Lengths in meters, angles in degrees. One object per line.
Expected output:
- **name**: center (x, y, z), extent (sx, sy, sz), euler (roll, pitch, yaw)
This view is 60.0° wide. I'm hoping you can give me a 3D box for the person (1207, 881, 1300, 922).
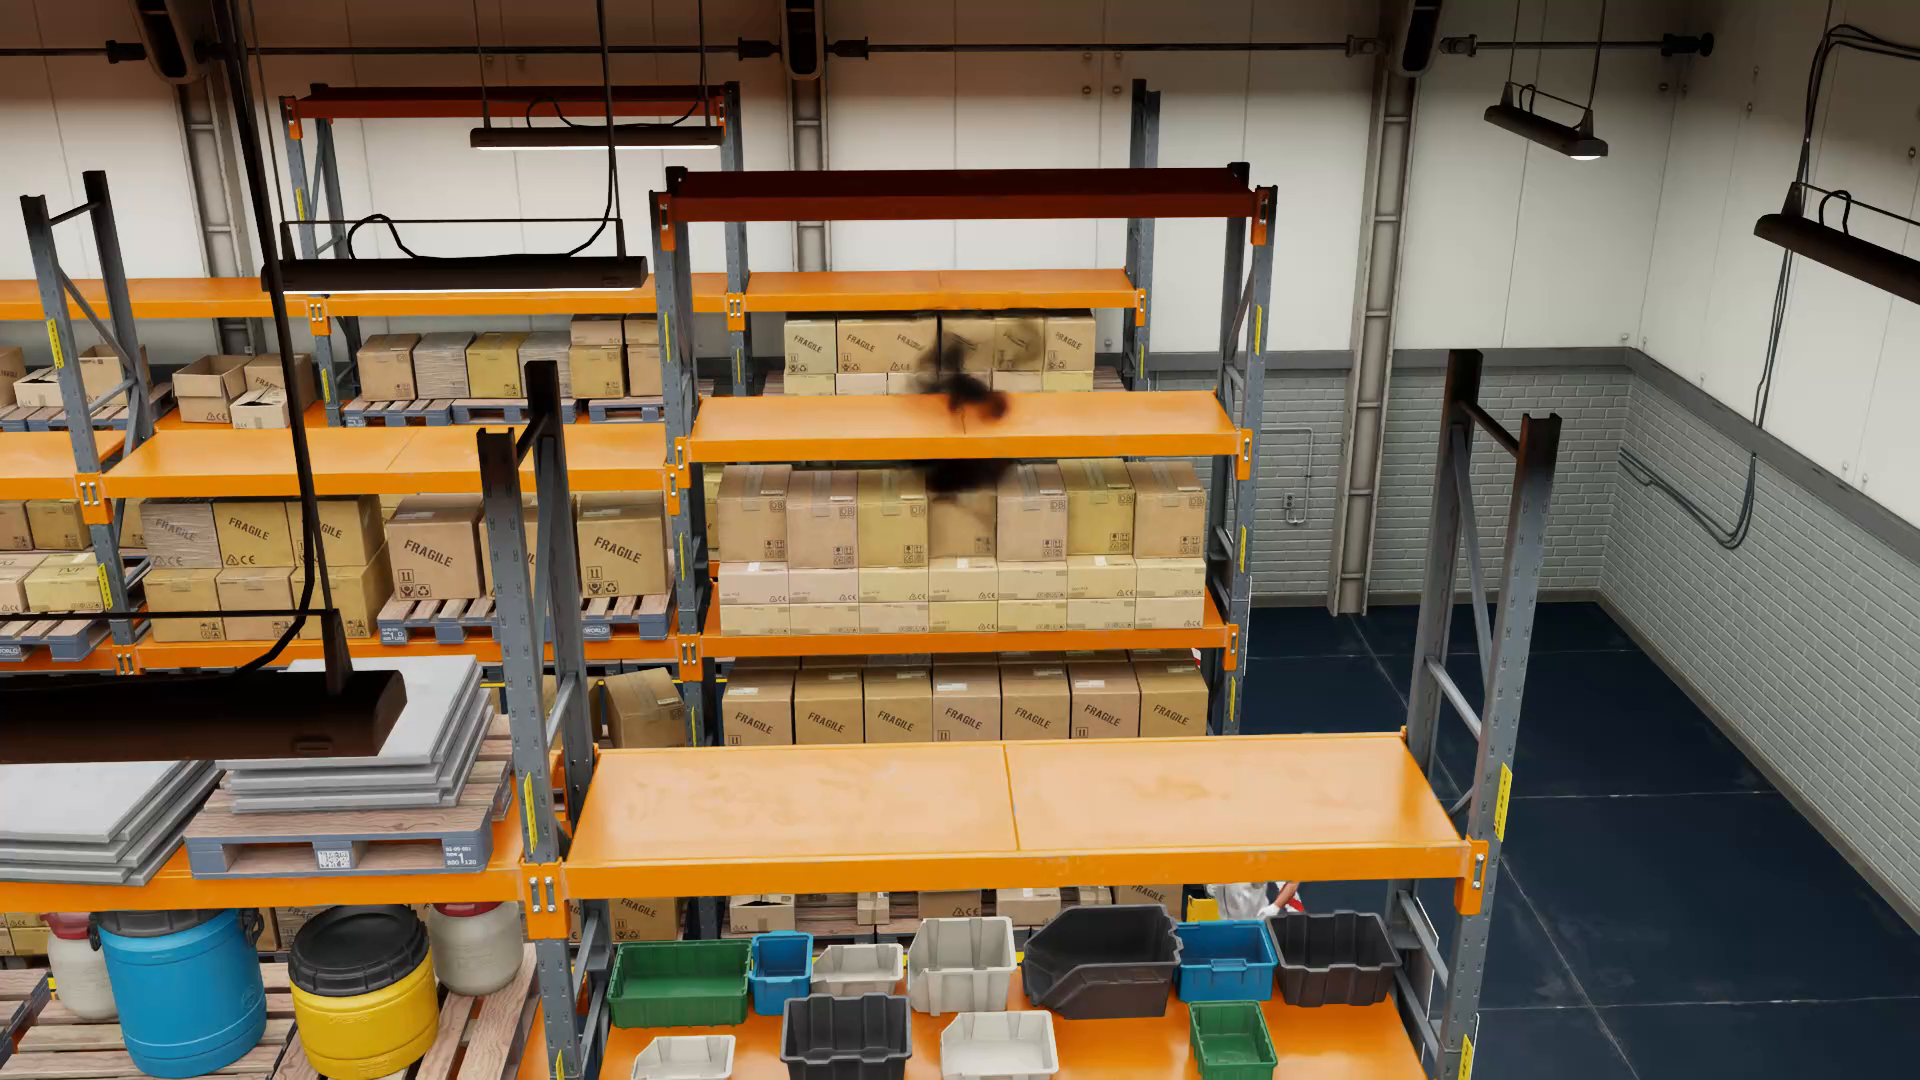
- **person**: center (1.943, 2.652, 11.566), extent (0.931, 1.770, 0.695), euler (-13, 26, -29)
